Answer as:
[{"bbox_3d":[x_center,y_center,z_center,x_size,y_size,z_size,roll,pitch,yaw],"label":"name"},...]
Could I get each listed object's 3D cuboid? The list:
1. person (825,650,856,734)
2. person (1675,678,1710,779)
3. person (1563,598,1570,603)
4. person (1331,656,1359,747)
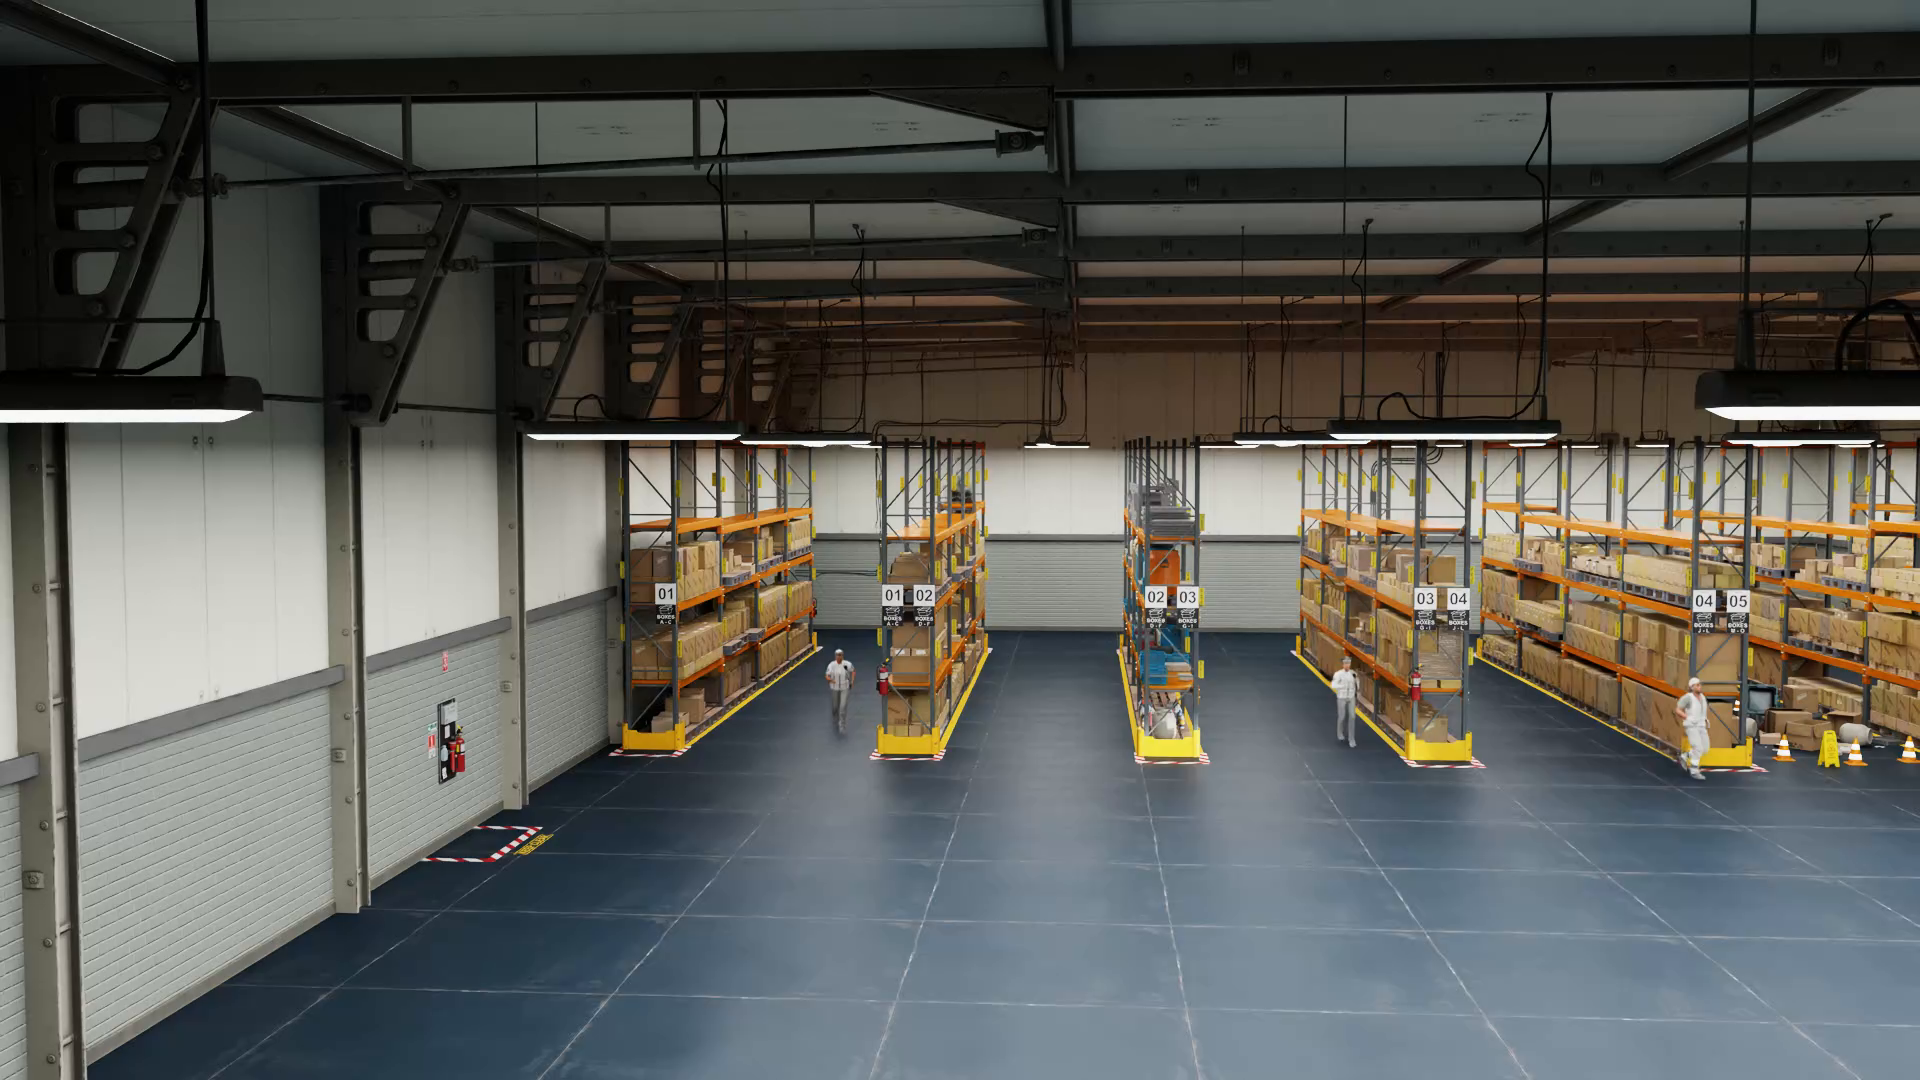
[{"bbox_3d":[-2.453,3.075,34.143,0.615,1.677,0.914,0,3,0],"label":"person"},{"bbox_3d":[12.887,3.296,29.223,0.704,1.760,0.639,-1,3,-22],"label":"person"},{"bbox_3d":[16.605,2.406,45.543,0.636,1.735,0.636,-1,3,-11],"label":"person"},{"bbox_3d":[7.541,3.122,32.484,0.599,1.733,0.812,0,3,1],"label":"person"}]
